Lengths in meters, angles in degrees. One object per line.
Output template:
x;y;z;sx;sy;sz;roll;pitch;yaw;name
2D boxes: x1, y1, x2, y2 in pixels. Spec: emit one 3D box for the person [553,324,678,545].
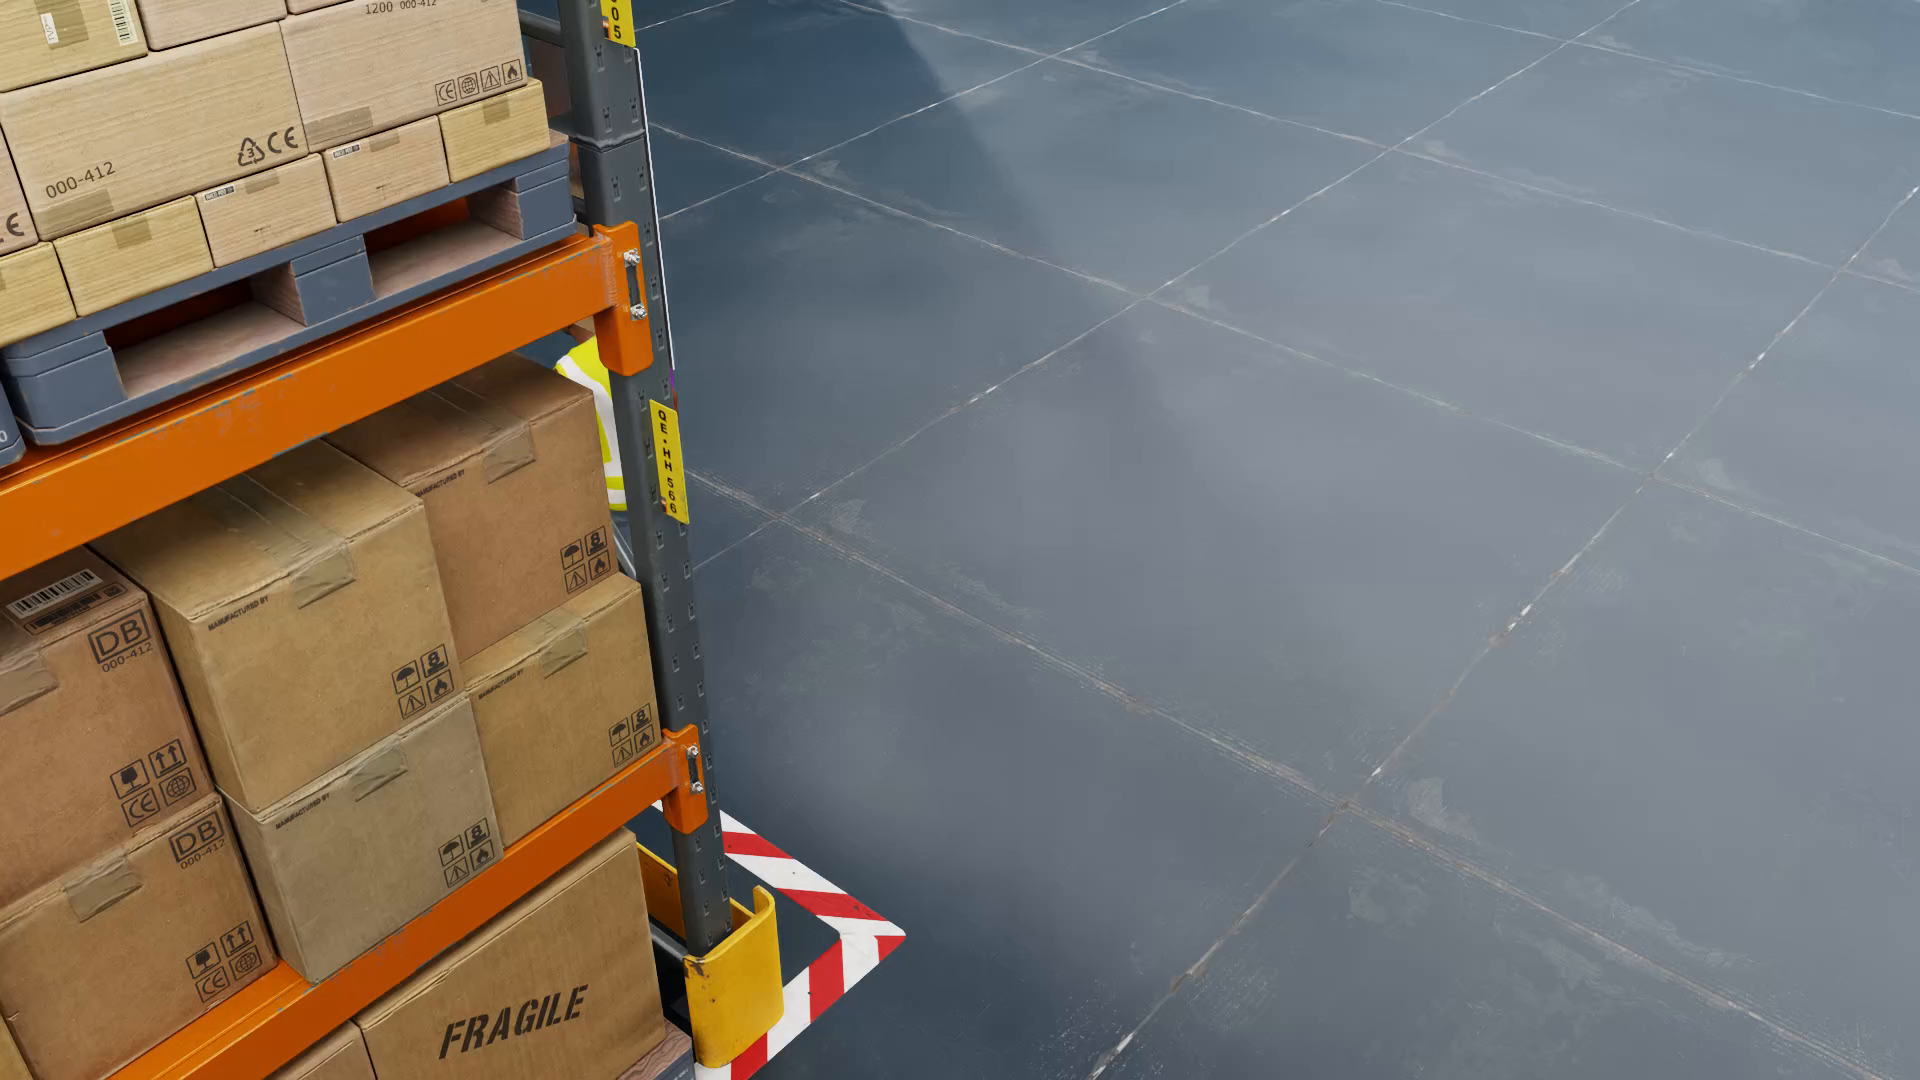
-1.342;-0.259;6.501;0.455;1.760;0.635;23;41;29;person
